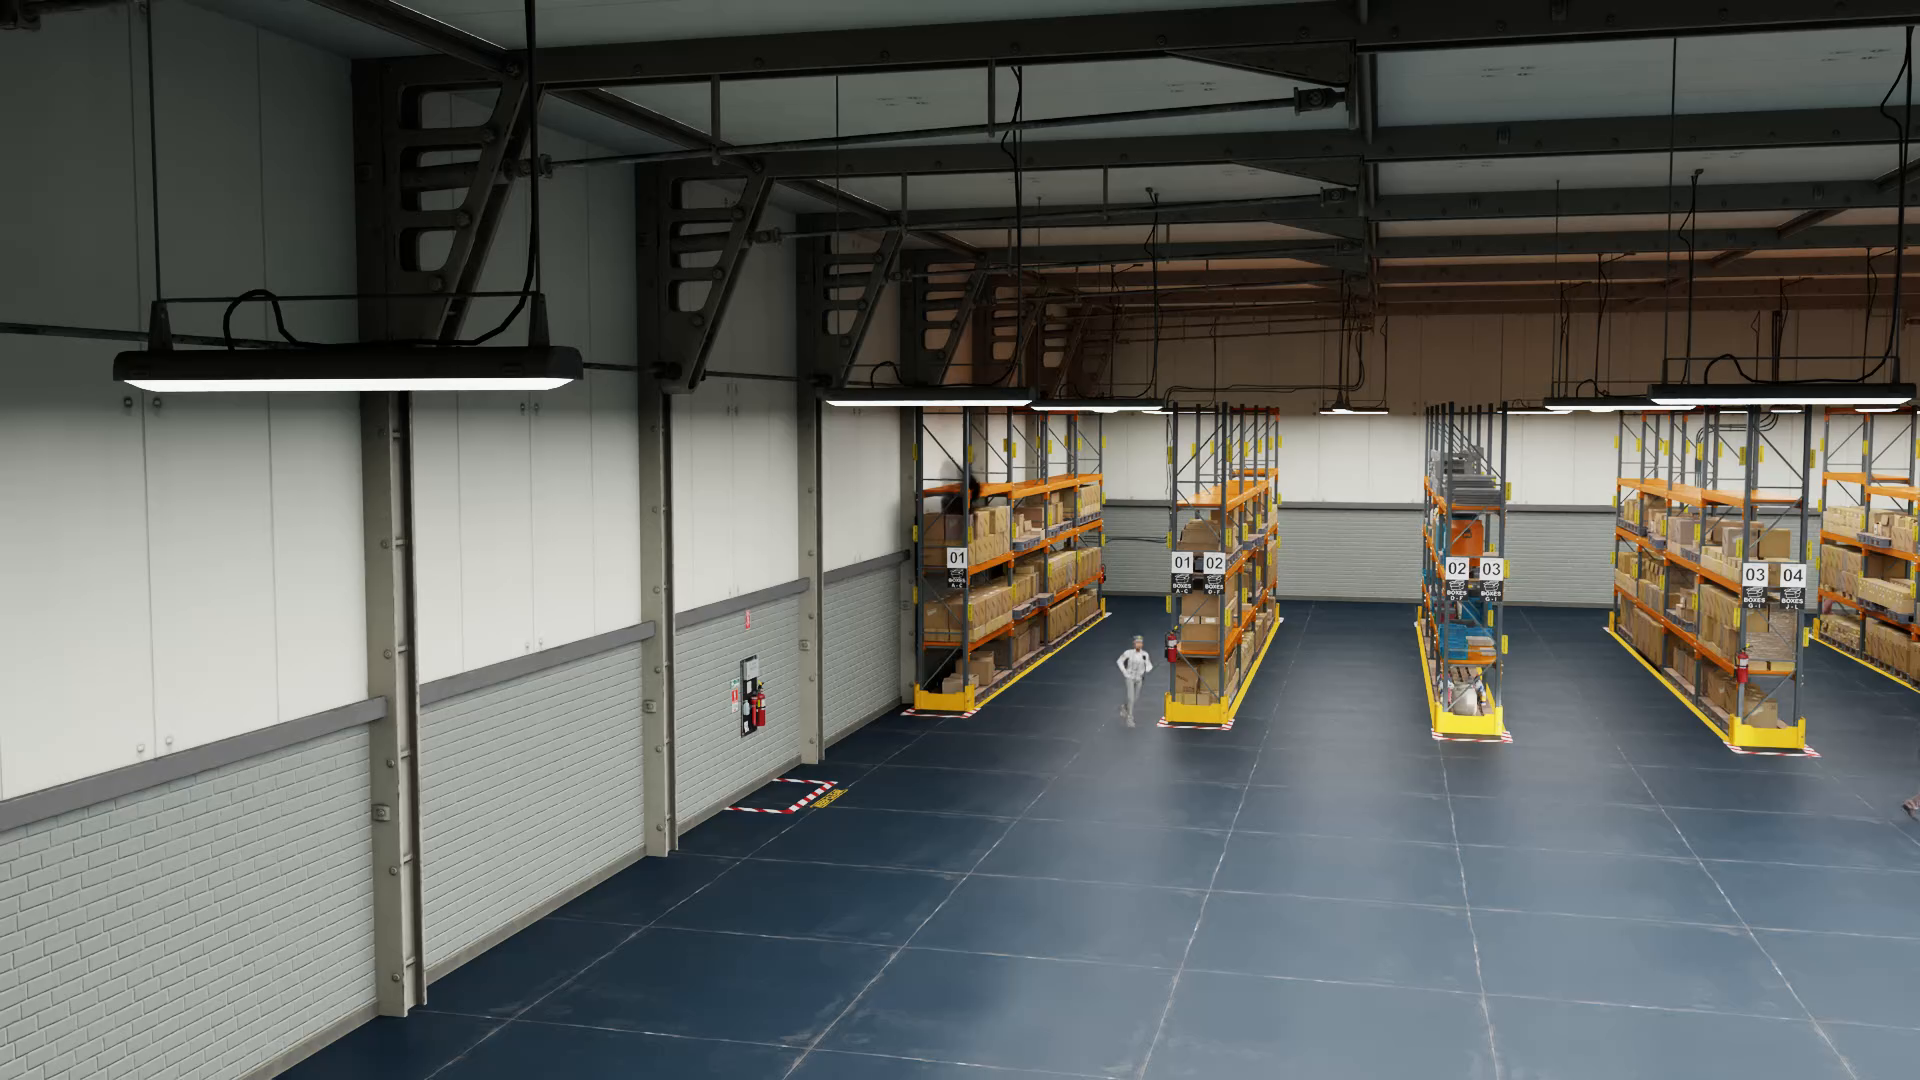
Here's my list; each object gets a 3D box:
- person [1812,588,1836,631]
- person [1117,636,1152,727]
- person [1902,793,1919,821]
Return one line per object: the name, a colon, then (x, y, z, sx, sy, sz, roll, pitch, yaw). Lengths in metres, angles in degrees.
person: (23.089, 1.594, 44.194, 0.939, 1.657, 0.581, -1, 4, -7)
person: (3.270, 2.614, 31.083, 0.656, 1.686, 0.749, -1, 4, -9)
person: (13.670, 3.130, 23.125, 0.939, 1.709, 0.689, 3, 5, 36)
